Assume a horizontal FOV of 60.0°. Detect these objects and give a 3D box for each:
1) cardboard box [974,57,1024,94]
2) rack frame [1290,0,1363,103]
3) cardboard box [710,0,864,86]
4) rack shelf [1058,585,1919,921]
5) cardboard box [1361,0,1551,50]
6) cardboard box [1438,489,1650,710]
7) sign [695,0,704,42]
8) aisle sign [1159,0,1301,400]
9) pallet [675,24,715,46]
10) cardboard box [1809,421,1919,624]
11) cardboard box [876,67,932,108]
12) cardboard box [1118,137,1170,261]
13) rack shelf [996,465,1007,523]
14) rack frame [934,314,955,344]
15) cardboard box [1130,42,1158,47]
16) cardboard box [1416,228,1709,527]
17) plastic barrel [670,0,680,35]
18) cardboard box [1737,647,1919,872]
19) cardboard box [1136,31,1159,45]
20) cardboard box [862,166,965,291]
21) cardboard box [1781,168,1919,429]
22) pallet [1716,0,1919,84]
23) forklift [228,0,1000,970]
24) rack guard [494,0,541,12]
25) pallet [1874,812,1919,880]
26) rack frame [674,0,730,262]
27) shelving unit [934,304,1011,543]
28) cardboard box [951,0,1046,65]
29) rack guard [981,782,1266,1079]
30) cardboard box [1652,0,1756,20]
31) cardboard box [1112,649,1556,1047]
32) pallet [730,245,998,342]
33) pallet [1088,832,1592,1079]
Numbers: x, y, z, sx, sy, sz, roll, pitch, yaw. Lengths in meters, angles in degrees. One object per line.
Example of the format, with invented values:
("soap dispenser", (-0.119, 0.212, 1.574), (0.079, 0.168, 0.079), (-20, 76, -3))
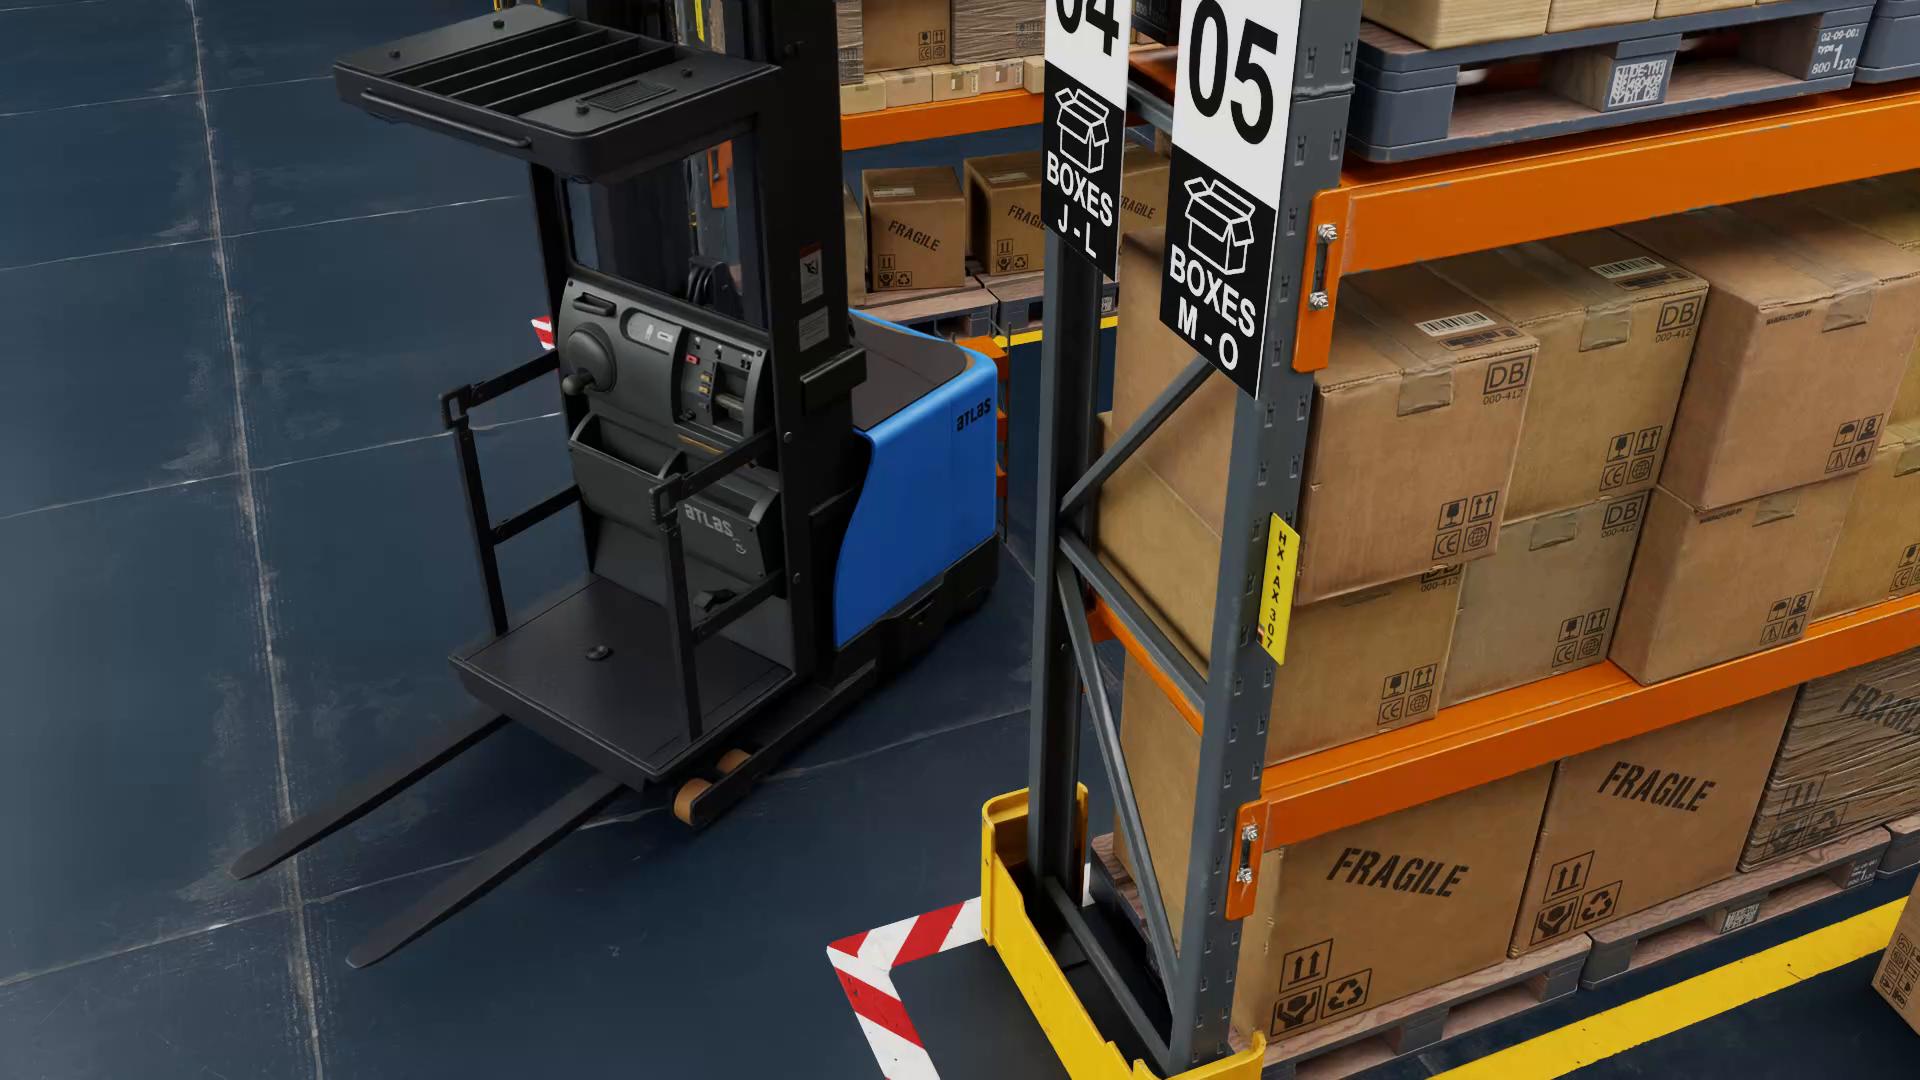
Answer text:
("cardboard box", (0.132, -2.397, 8.414), (0.250, 0.149, 0.380), (-13, 35, -19))
("rack frame", (0.454, -2.294, 2.525), (0.127, 3.000, 1.000), (-13, 35, -19))
("cardboard box", (-0.855, -2.564, 8.076), (0.500, 0.500, 0.875), (-13, 35, -19))
("rack shelf", (2.298, 0.100, 5.006), (4.000, 0.370, 1.077), (-13, 35, -19))
("cardboard box", (0.894, -1.061, 3.133), (0.250, 0.149, 0.380), (-13, 35, -19))
("cardboard box", (1.277, -0.071, 4.471), (0.550, 0.550, 0.875), (-13, 35, -19))
("sign", (-1.163, -2.385, 7.371), (0.005, 0.325, 0.100), (-13, 35, -19))
("aisle sign", (0.505, -0.703, 3.197), (0.004, 0.787, 0.394), (-13, 35, -19))
("pallet", (-2.488, -3.825, 12.936), (1.213, 0.211, 1.003), (-13, 35, -19))
("cardboard box", (2.315, -0.258, 4.759), (0.500, 0.550, 0.875), (-13, 35, -19))
("cardboard box", (-0.321, -2.282, 8.236), (0.250, 0.149, 0.380), (-13, 35, -19))
("cardboard box", (0.863, -1.908, 9.339), (0.500, 0.500, 0.500), (-16, 36, -23))
("rack shelf", (0.049, -0.210, 7.138), (0.240, 0.259, 0.215), (-13, 35, -19))
("rack frame", (-0.063, -0.426, 6.941), (0.008, 1.050, 0.200), (-13, 35, -19))
("cardboard box", (0.842, -2.532, 8.621), (0.250, 0.149, 0.380), (-13, 35, -19))
("cardboard box", (1.282, -0.516, 4.166), (0.550, 0.550, 0.875), (-13, 35, -19))
("plastic barrel", (-2.251, -4.202, 12.854), (0.421, 0.512, 0.421), (0, 33, 0))
("cardboard box", (2.705, 0.380, 5.478), (0.875, 0.875, 0.875), (-13, 35, -19))
("cardboard box", (0.979, -2.998, 8.743), (0.500, 0.500, 0.875), (-13, 35, -19))
("cardboard box", (-0.253, -1.690, 9.004), (0.500, 0.500, 0.500), (-4, 33, -6))
("cardboard box", (2.290, -0.744, 4.515), (0.500, 0.550, 0.875), (-13, 35, -19))
("pallet", (2.260, -1.421, 4.015), (1.213, 0.211, 1.003), (-13, 35, -19))
("forklift", (-1.129, -0.544, 5.399), (1.130, 2.935, 3.031), (22, 39, 30))
("rack guard", (-3.239, -3.778, 12.597), (0.348, 0.500, 1.175), (-13, 35, -19))
("pallet", (3.410, 0.666, 6.033), (1.213, 0.211, 1.003), (-13, 35, -19))
("rack frame", (-1.373, -2.295, 8.027), (0.127, 3.000, 1.000), (-13, 35, -19))
("shelving unit", (0.049, -0.451, 6.981), (0.252, 1.050, 0.215), (-13, 35, -19))
("cardboard box", (0.037, -2.814, 8.459), (0.500, 0.500, 0.875), (-13, 35, -19))
("rack guard", (0.432, 1.273, 4.835), (0.348, 0.500, 1.175), (-13, 35, -19))
("cardboard box", (1.360, -1.167, 3.297), (0.250, 0.149, 0.380), (-13, 35, -19))
("cardboard box", (1.053, 0.759, 4.897), (0.875, 0.875, 0.875), (-13, 35, -19))
("pallet", (-0.540, -1.296, 9.048), (1.213, 0.211, 1.003), (-13, 35, -19))
("pallet", (1.161, 1.181, 5.241), (1.213, 0.211, 1.003), (-13, 35, -19))
